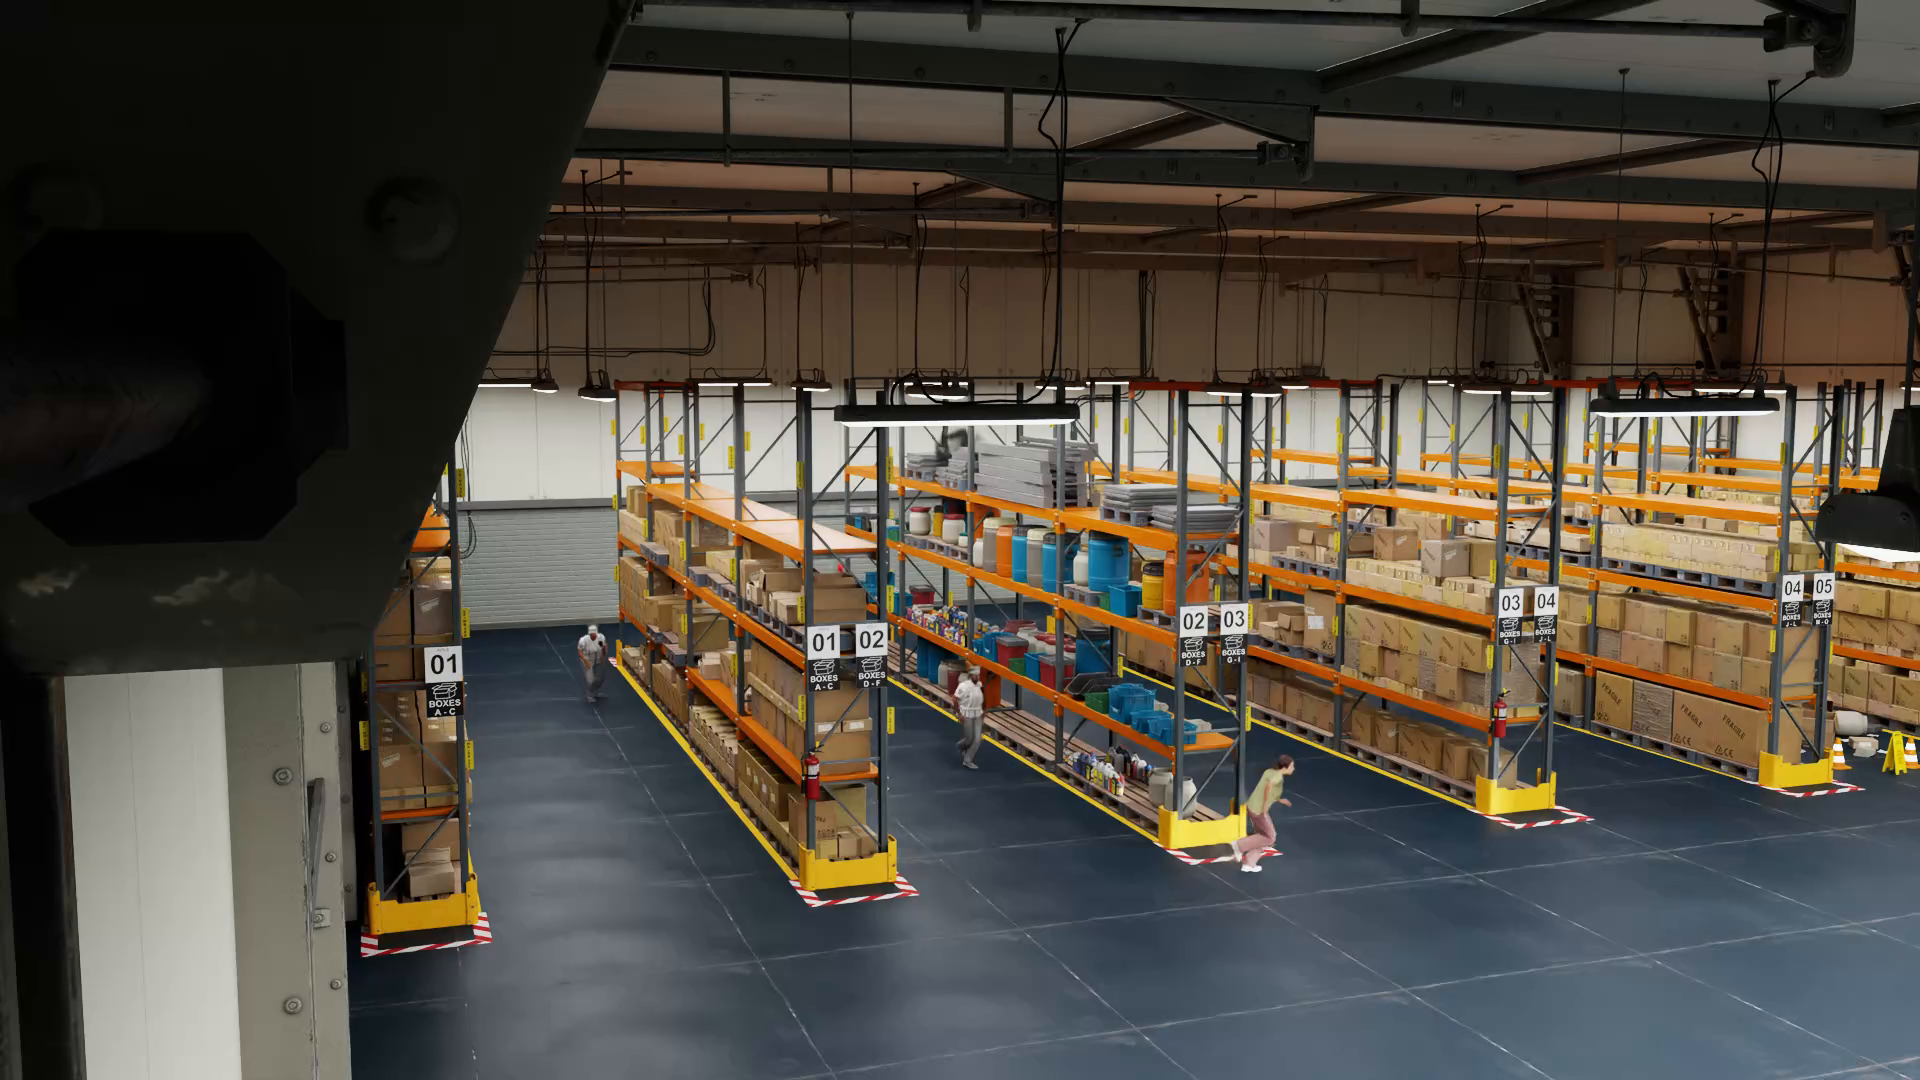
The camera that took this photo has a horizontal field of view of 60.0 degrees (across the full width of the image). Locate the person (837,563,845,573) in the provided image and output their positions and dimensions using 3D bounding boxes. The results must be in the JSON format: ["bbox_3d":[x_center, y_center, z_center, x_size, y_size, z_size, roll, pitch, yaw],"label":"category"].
[{"bbox_3d":[-2.750,1.421,38.067,0.910,1.820,0.684,-1,6,-7],"label":"person"}]

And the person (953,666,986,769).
[{"bbox_3d":[0.130,2.762,26.180,0.622,1.653,0.558,-4,7,-30],"label":"person"}]

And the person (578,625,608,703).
[{"bbox_3d":[-6.873,2.289,31.172,0.642,1.515,0.900,-4,7,-36],"label":"person"}]

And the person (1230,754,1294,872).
[{"bbox_3d":[3.773,3.417,20.710,0.789,1.493,0.599,-1,6,-5],"label":"person"}]
